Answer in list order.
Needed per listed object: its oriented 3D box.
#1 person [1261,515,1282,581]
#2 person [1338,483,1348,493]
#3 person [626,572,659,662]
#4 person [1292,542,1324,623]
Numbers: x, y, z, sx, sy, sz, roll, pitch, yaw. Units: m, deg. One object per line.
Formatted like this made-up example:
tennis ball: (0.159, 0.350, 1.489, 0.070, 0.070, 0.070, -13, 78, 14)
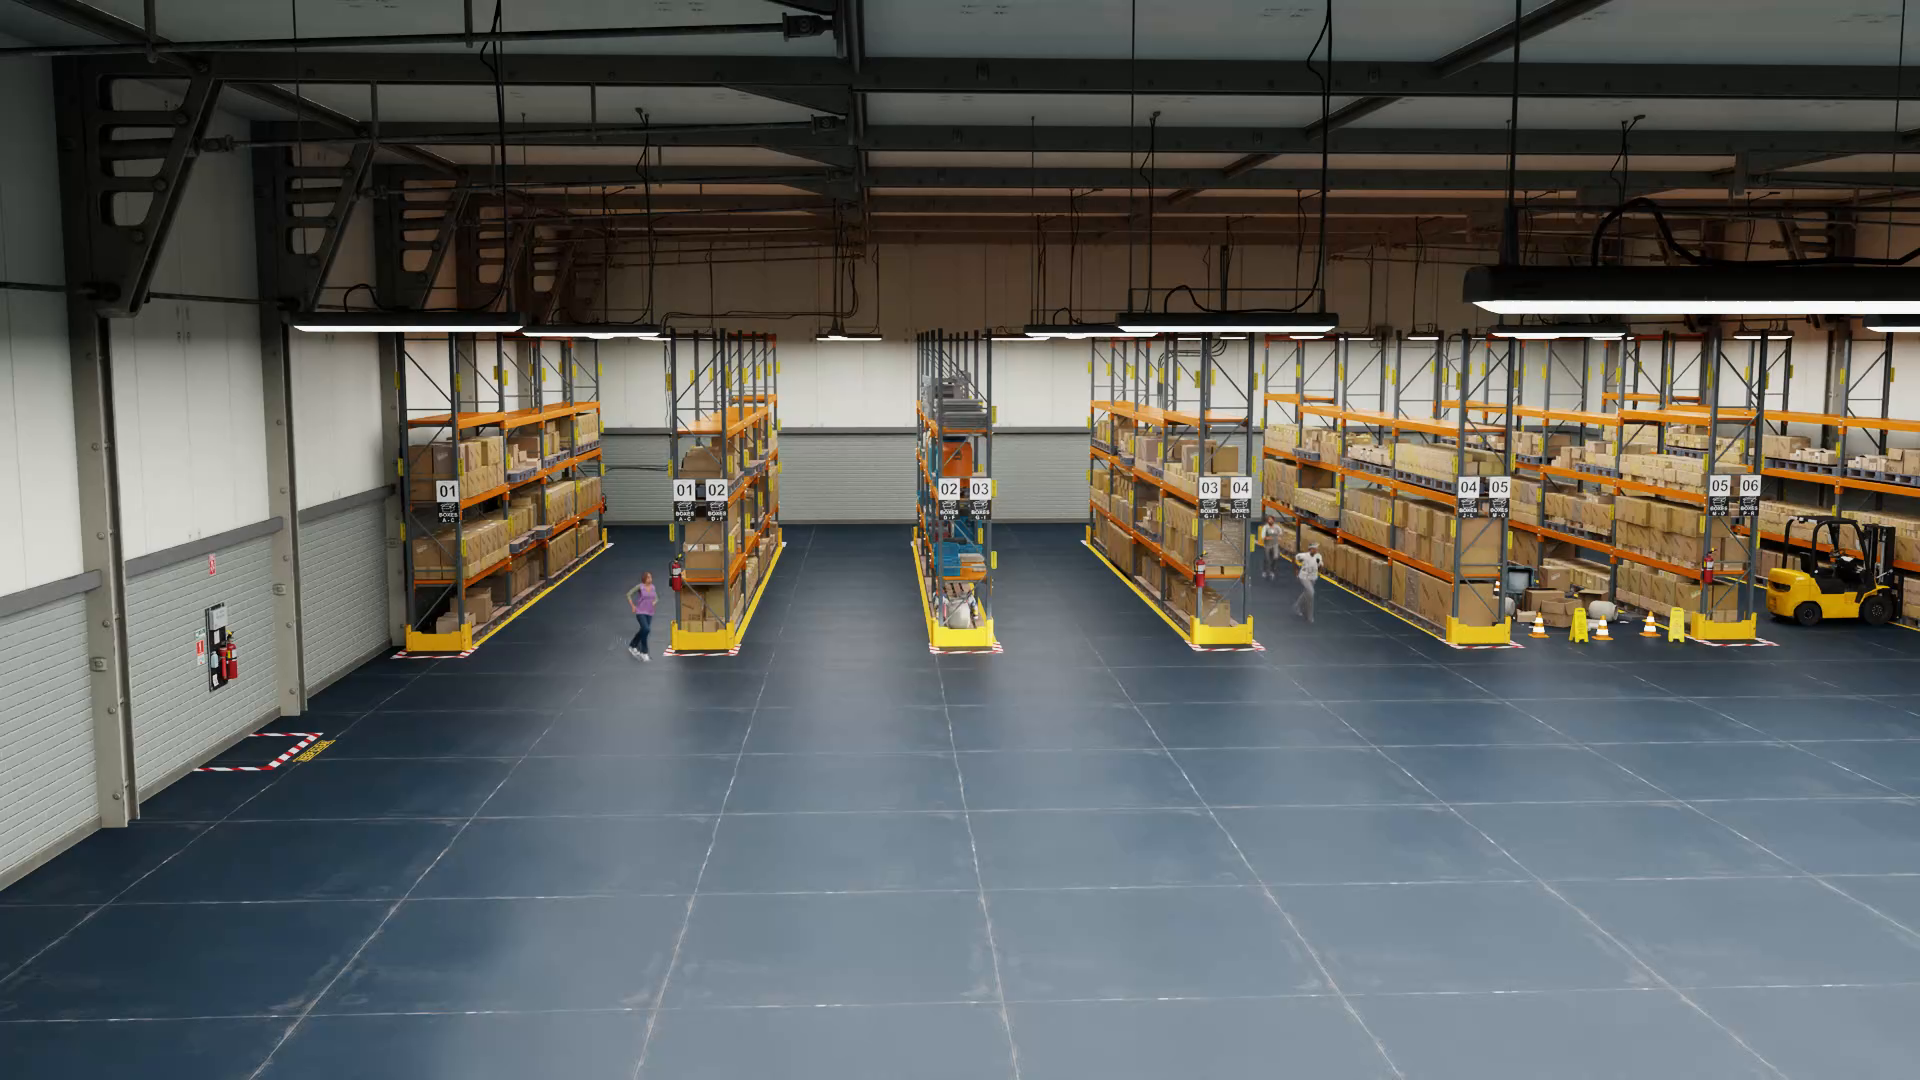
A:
person: (7.548, 0.180, 40.298, 0.545, 1.589, 0.813, 0, 7, 1)
person: (10.957, -0.746, 47.615, 0.712, 1.793, 0.804, -4, 8, -31)
person: (-5.771, 1.397, 30.315, 0.698, 1.614, 0.531, 6, 9, 42)
person: (7.209, 0.854, 34.548, 0.572, 1.679, 0.897, -3, 7, -23)
